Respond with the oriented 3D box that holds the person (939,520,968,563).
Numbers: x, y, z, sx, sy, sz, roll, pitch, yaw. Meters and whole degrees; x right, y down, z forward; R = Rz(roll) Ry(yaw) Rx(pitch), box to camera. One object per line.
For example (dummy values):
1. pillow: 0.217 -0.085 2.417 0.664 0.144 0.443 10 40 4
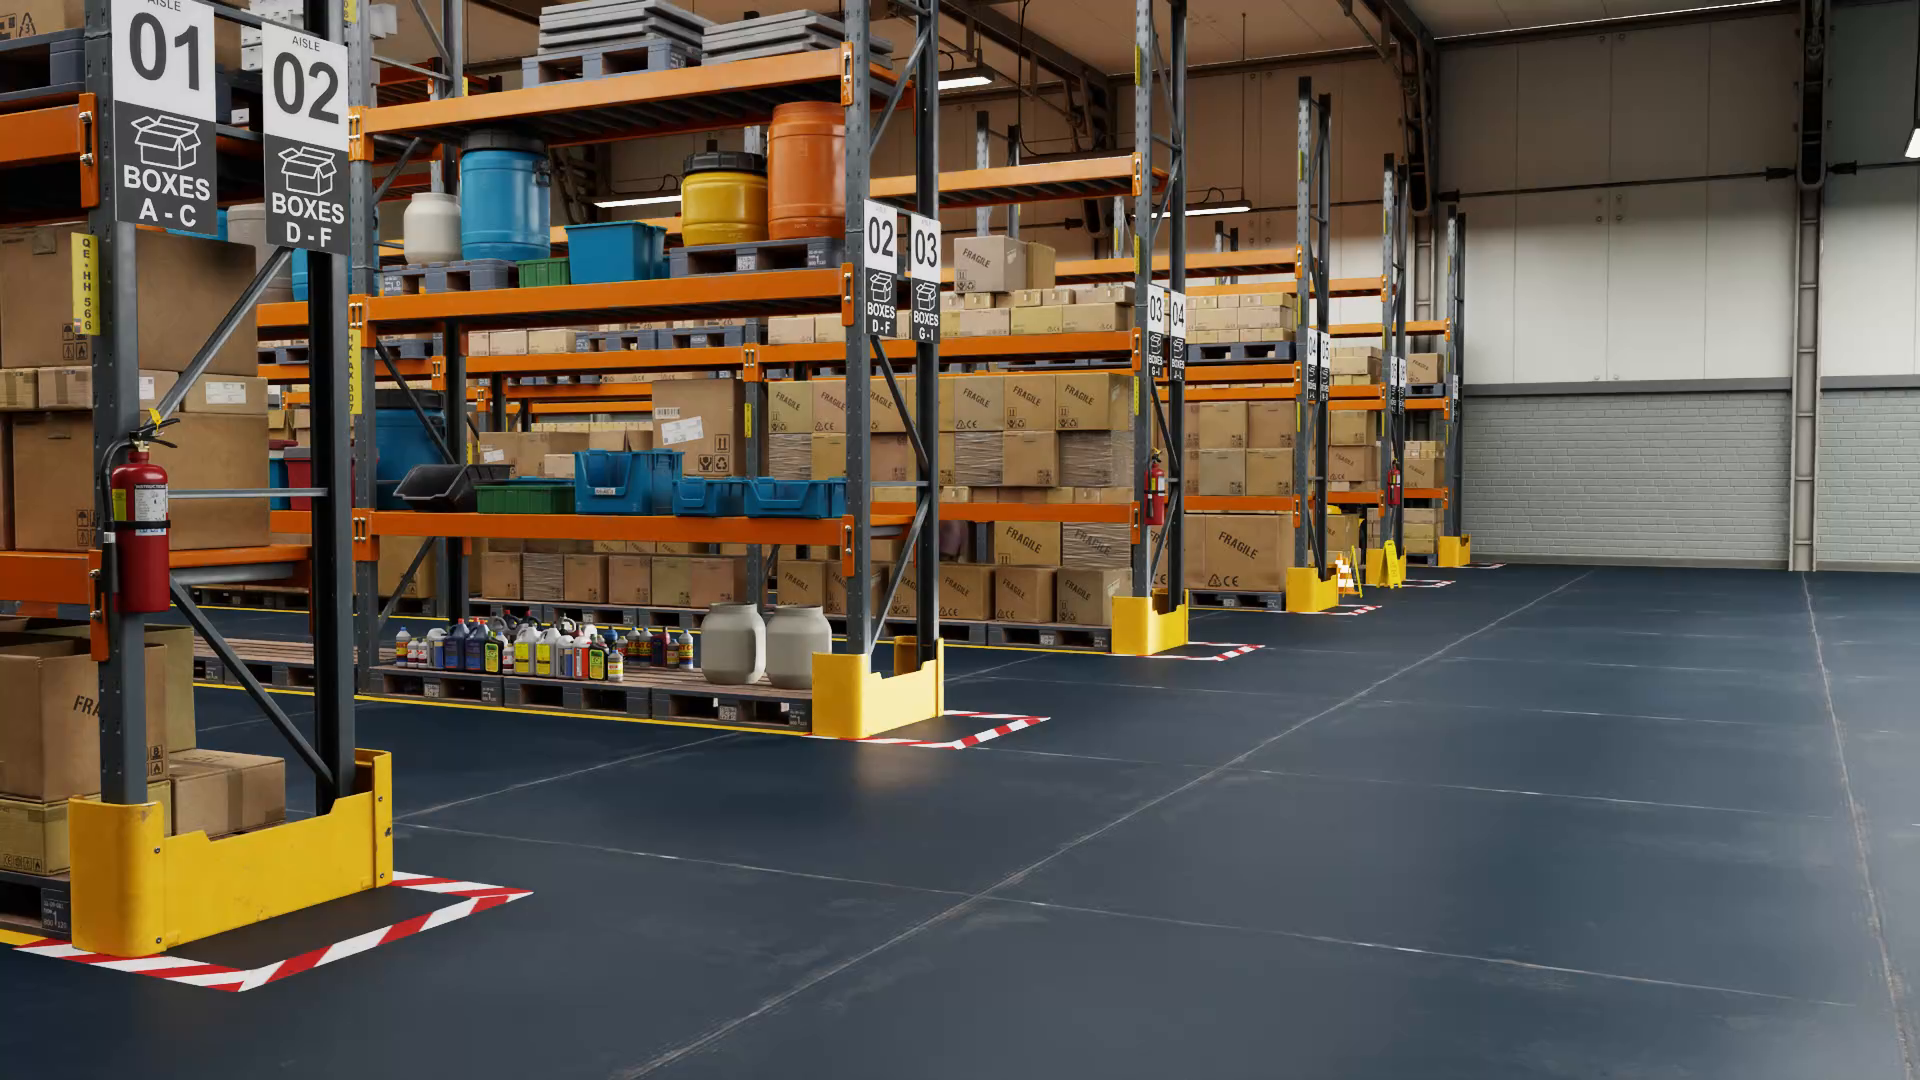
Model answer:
1. person: -0.142 -0.066 19.188 0.403 1.740 0.583 1 3 27
